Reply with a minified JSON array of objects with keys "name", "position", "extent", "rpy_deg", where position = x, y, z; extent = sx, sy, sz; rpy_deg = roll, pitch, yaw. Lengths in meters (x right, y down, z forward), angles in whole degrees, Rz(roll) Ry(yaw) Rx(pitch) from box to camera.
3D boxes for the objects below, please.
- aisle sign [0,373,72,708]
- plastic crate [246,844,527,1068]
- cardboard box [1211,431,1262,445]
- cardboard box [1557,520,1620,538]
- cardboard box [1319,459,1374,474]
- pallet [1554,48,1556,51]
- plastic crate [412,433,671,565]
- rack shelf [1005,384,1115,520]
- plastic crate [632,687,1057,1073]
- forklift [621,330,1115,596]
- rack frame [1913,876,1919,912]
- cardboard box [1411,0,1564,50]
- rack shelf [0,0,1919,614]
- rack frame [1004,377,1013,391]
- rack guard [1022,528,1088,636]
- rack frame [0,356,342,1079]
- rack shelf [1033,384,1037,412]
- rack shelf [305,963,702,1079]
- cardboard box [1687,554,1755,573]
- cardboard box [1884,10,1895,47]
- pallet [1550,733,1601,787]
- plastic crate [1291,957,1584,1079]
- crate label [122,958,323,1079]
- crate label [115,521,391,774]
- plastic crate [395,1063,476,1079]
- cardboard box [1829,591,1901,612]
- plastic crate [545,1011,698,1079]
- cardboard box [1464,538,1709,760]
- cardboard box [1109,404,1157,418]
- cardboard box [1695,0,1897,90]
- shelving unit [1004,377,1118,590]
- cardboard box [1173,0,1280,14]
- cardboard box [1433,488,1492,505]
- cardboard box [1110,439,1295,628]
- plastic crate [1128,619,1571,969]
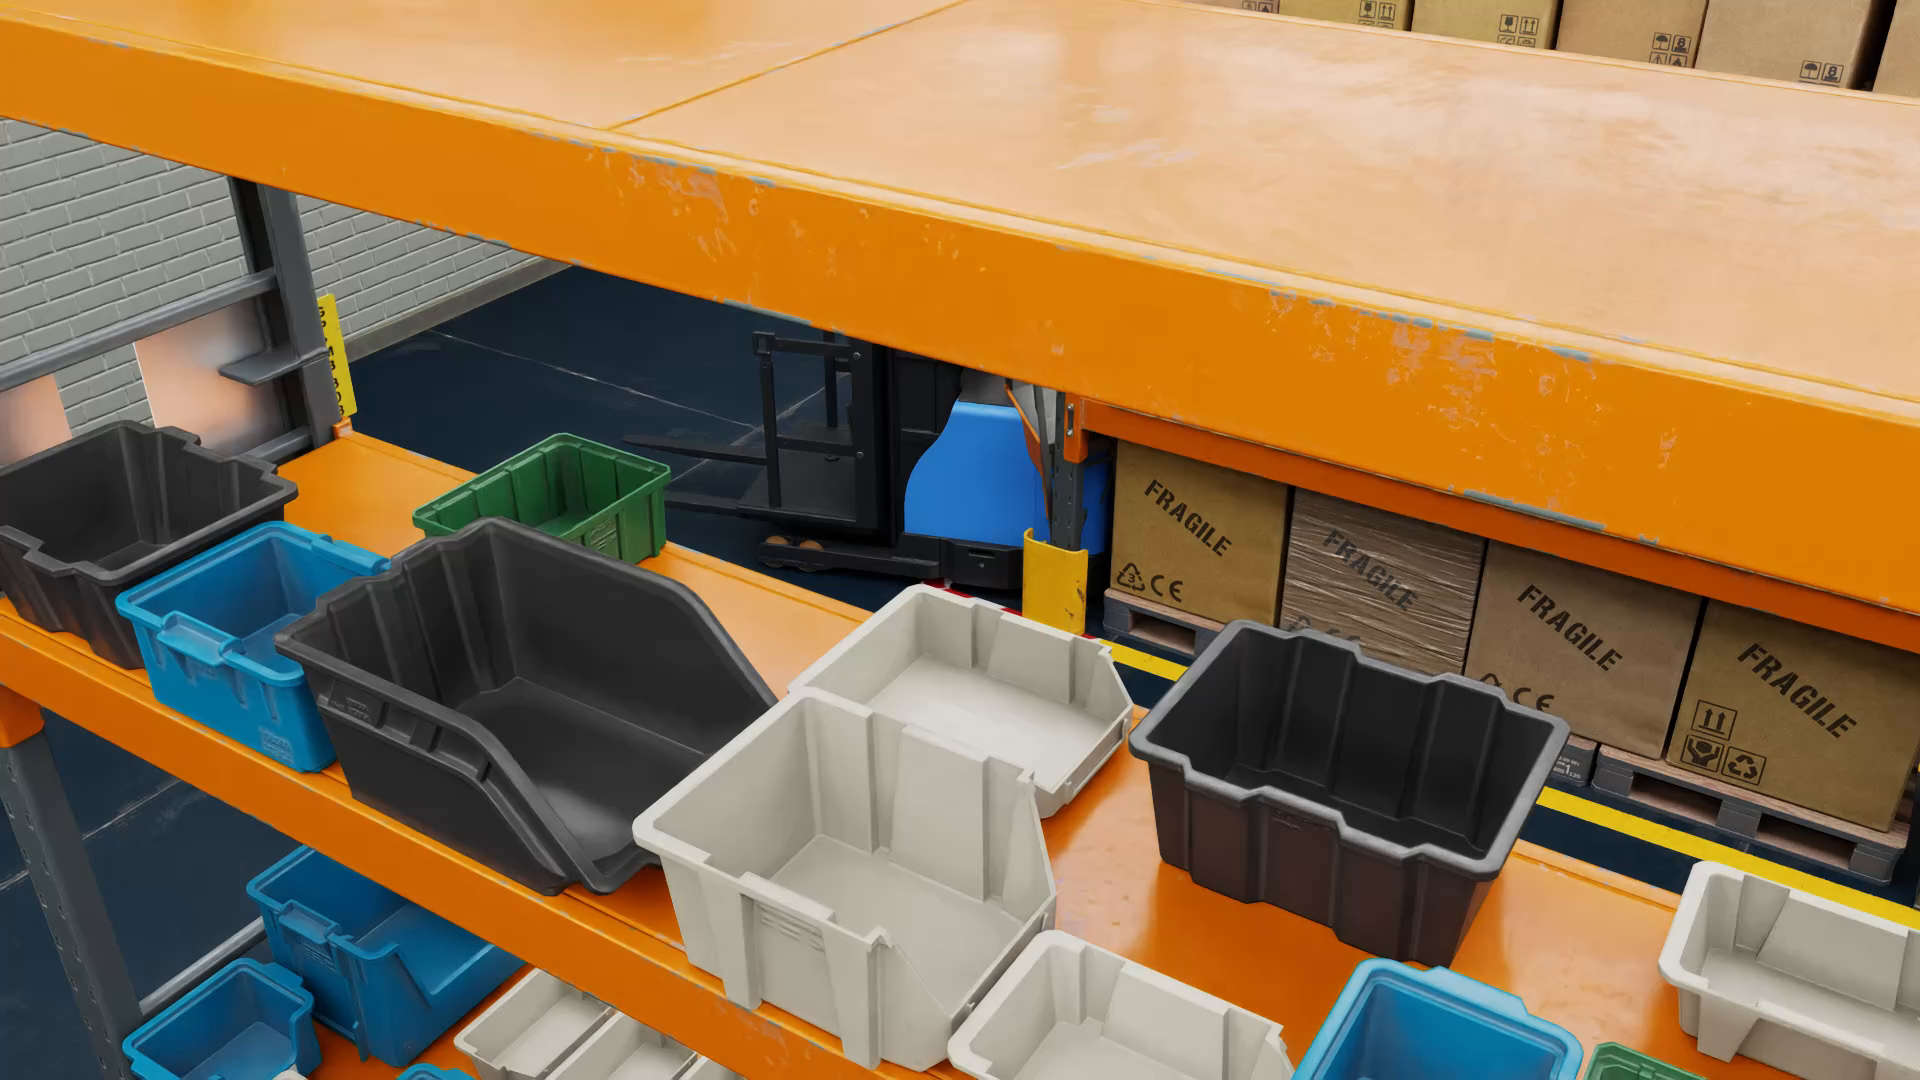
[{"name":"aisle sign","position":[-2.082,0.023,3.654],"extent":[0.004,0.787,0.394],"rpy_deg":[18,35,27]},{"name":"plastic crate","position":[-1.480,1.007,4.453],"extent":[0.499,0.435,0.616],"rpy_deg":[18,35,27]},{"name":"cardboard box","position":[1.331,-0.595,7.542],"extent":[0.250,0.149,0.380],"rpy_deg":[17,34,26]},{"name":"cardboard box","position":[2.637,-0.182,6.834],"extent":[0.250,0.149,0.380],"rpy_deg":[17,34,27]},{"name":"cardboard box","position":[1.767,-0.457,7.306],"extent":[0.250,0.149,0.380],"rpy_deg":[17,34,26]},{"name":"pallet","position":[2.442,-1.812,6.491],"extent":[1.213,0.211,1.003],"rpy_deg":[18,35,27]},{"name":"plastic crate","position":[-0.875,-0.024,3.547],"extent":[0.336,0.188,0.450],"rpy_deg":[18,35,27]},{"name":"rack shelf","position":[0.522,-0.499,8.345],"extent":[0.431,0.518,0.480],"rpy_deg":[-18,44,-9]},{"name":"plastic crate","position":[-0.150,0.519,2.524],"extent":[0.530,0.282,0.437],"rpy_deg":[18,35,27]},{"name":"forklift","position":[-0.604,-1.343,8.643],"extent":[3.031,2.935,1.130],"rpy_deg":[7,31,12]},{"name":"rack frame","position":[4.158,-0.004,6.280],"extent":[0.127,3.000,1.000],"rpy_deg":[18,35,27]},{"name":"cardboard box","position":[2.116,-2.203,6.457],"extent":[0.500,0.500,0.700],"rpy_deg":[15,34,24]},{"name":"rack shelf","position":[-0.169,-0.534,2.346],"extent":[4.000,0.370,1.077],"rpy_deg":[18,35,27]},{"name":"rack frame","position":[0.441,-0.662,8.508],"extent":[0.400,2.100,0.015],"rpy_deg":[-18,44,-9]},{"name":"rack guard","position":[0.750,-0.002,8.758],"extent":[0.348,0.500,1.175],"rpy_deg":[18,35,27]},{"name":"rack frame","position":[-1.863,1.038,4.494],"extent":[0.127,3.000,1.000],"rpy_deg":[18,35,27]},{"name":"rack shelf","position":[0.445,-1.000,7.862],"extent":[0.431,0.518,0.480],"rpy_deg":[-18,44,-9]},{"name":"rack shelf","position":[-0.169,1.885,3.757],"extent":[4.000,0.370,1.077],"rpy_deg":[18,35,27]},{"name":"cardboard box","position":[3.073,-0.044,6.598],"extent":[0.250,0.149,0.380],"rpy_deg":[18,35,28]},{"name":"cardboard box","position":[5.472,-2.987,10.007],"extent":[0.500,0.500,0.500],"rpy_deg":[19,35,29]},{"name":"pallet","position":[2.518,0.637,7.949],"extent":[1.213,0.211,1.003],"rpy_deg":[18,35,27]},{"name":"plastic crate","position":[0.584,0.779,2.128],"extent":[0.300,0.233,0.416],"rpy_deg":[18,35,27]},{"name":"crate label","position":[-1.829,1.291,4.166],"extent":[0.303,0.233,0.416],"rpy_deg":[18,35,27]},{"name":"crate label","position":[-1.253,0.192,3.115],"extent":[0.502,0.251,0.408],"rpy_deg":[18,35,27]},{"name":"plastic crate","position":[-1.271,1.468,3.864],"extent":[0.300,0.233,0.416],"rpy_deg":[18,35,27]},{"name":"cardboard box","position":[3.507,0.094,6.362],"extent":[0.250,0.149,0.380],"rpy_deg":[18,35,28]},{"name":"plastic crate","position":[-0.838,1.351,4.159],"extent":[0.243,0.136,0.396],"rpy_deg":[18,35,27]},{"name":"cardboard box","position":[2.880,0.280,7.485],"extent":[0.875,0.875,0.875],"rpy_deg":[18,35,27]},{"name":"cardboard box","position":[0.896,-0.731,7.776],"extent":[0.250,0.149,0.380],"rpy_deg":[18,35,28]},{"name":"cardboard box","position":[3.010,-1.898,5.934],"extent":[0.500,0.500,0.700],"rpy_deg":[19,35,30]},{"name":"shelving unit","position":[0.521,-0.509,8.336],"extent":[0.431,2.100,0.503],"rpy_deg":[-18,44,-9]},{"name":"cardboard box","position":[1.239,-2.523,7.006],"extent":[0.500,0.500,0.700],"rpy_deg":[15,34,24]},{"name":"cardboard box","position":[2.199,-0.320,7.071],"extent":[0.250,0.149,0.380],"rpy_deg":[17,34,26]},{"name":"cardboard box","position":[1.355,-0.202,8.311],"extent":[0.875,0.875,0.875],"rpy_deg":[18,35,27]},{"name":"plastic crate","position":[0.619,0.421,2.705],"extent":[0.590,0.269,0.497],"rpy_deg":[18,35,27]}]
